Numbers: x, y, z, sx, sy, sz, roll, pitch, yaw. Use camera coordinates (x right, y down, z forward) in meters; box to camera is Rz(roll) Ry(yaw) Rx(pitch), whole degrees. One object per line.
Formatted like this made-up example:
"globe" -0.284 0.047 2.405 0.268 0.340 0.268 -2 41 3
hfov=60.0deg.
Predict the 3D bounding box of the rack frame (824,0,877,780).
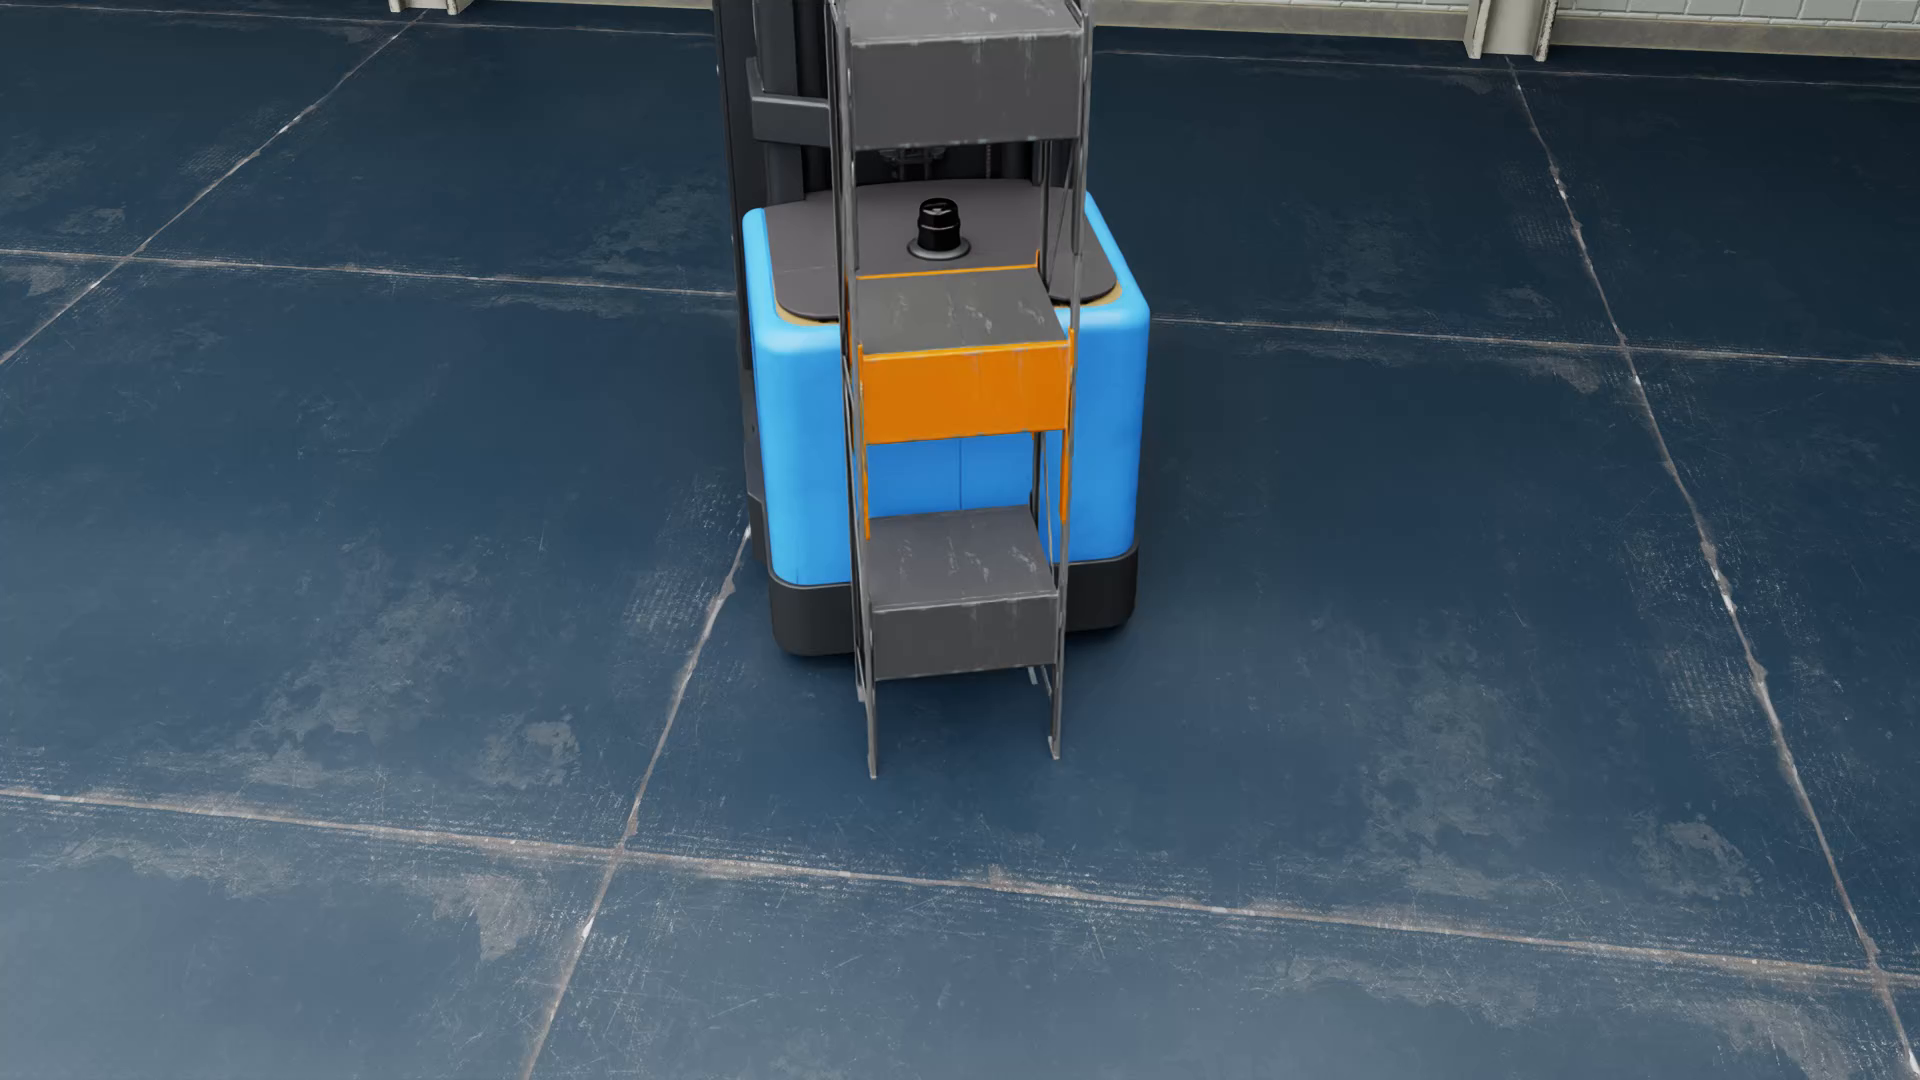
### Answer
"rack frame" -0.256 -0.339 3.917 0.015 2.100 0.400 -5 36 -7

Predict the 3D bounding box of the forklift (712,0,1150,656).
"forklift" -0.222 -1.715 5.129 1.130 2.935 3.031 -5 36 -7

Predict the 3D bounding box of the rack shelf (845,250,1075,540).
"rack shelf" -0.015 -0.349 3.955 0.480 0.518 0.431 -5 36 -7

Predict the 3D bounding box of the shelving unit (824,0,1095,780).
"shelving unit" -0.015 -0.360 3.947 0.503 2.100 0.431 -5 36 -7

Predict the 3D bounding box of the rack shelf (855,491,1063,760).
"rack shelf" -0.015 0.221 4.361 0.480 0.518 0.431 -5 36 -7

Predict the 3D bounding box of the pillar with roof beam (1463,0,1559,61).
"pillar with roof beam" 2.377 -3.819 2.854 0.400 9.000 9.100 4 36 6

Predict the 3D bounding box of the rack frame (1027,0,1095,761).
"rack frame" 0.227 -0.381 3.976 0.015 2.100 0.400 -5 36 -7

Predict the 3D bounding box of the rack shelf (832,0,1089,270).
"rack shelf" -0.015 -0.919 3.548 0.480 0.518 0.431 -5 36 -7
